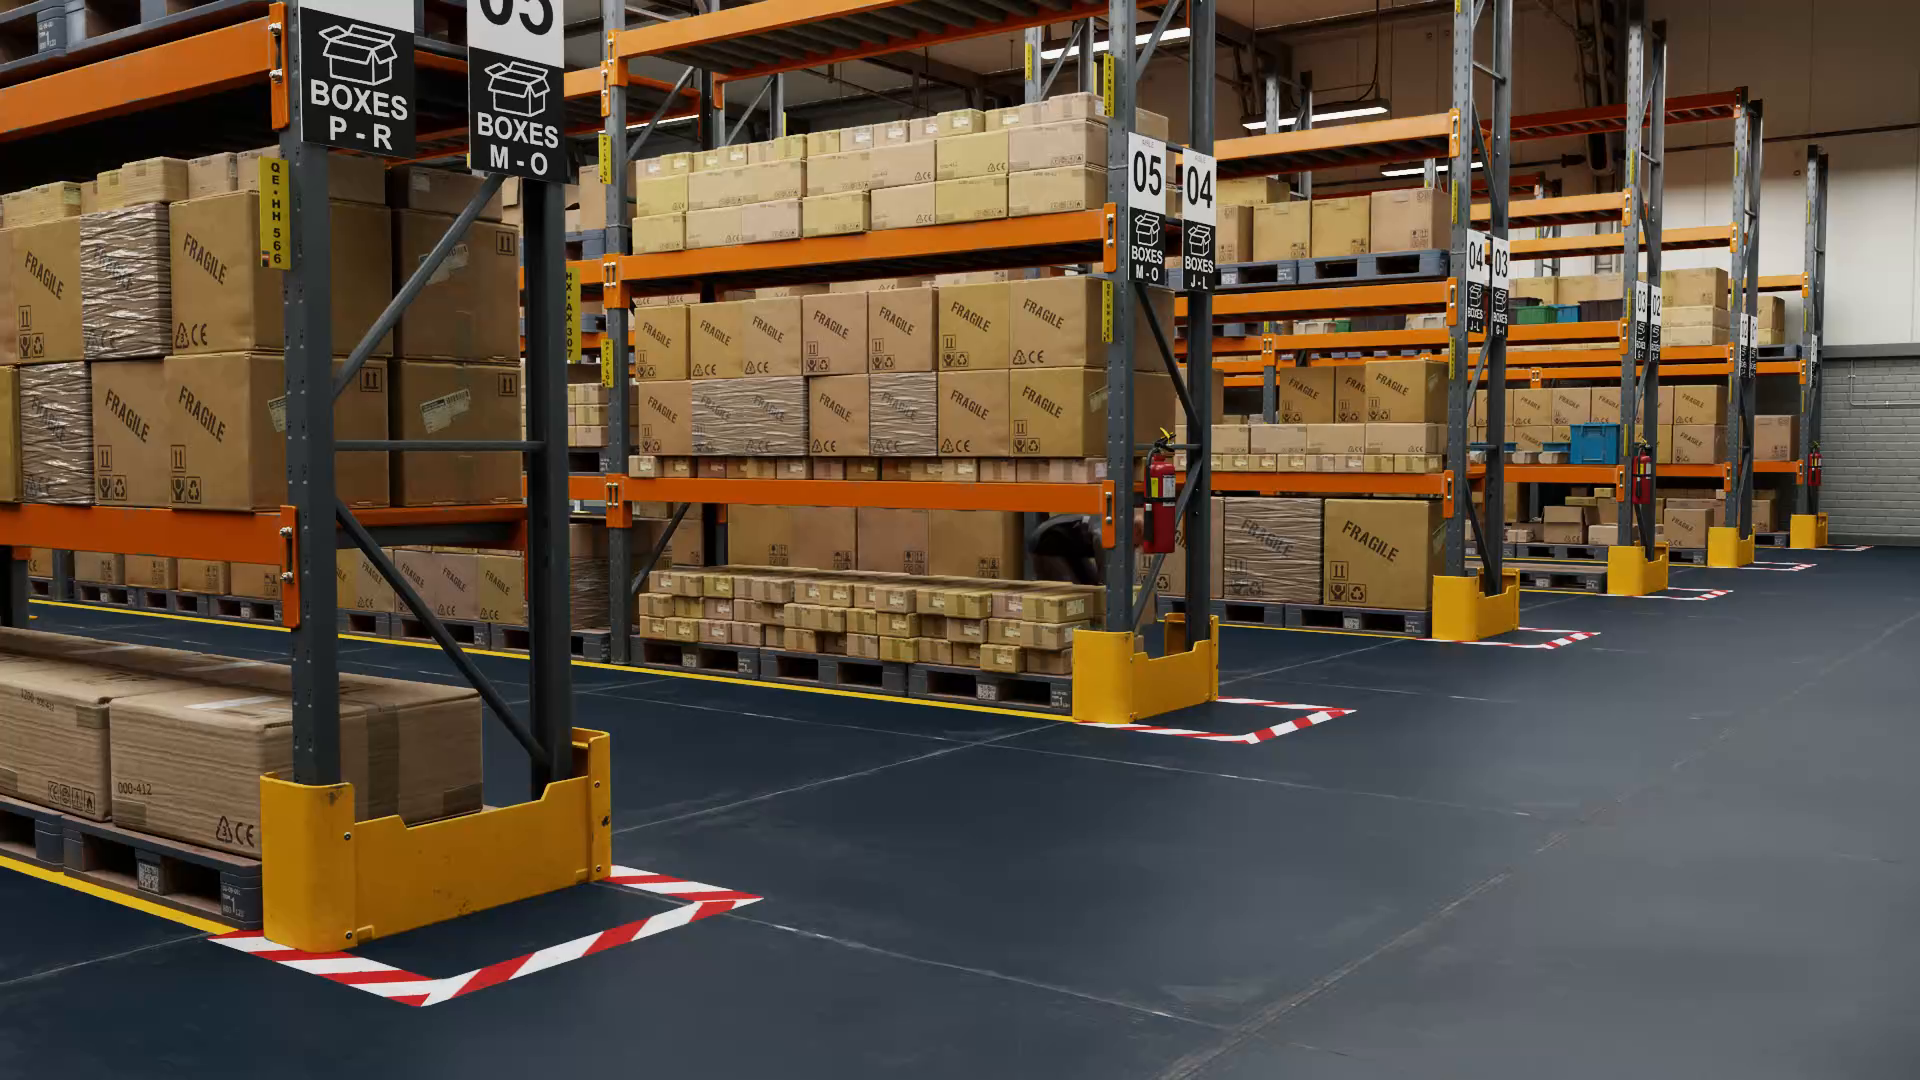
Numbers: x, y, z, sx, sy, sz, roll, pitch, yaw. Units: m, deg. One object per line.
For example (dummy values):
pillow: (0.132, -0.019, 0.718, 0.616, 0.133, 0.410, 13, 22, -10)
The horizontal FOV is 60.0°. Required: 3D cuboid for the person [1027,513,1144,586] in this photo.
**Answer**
person: (0.929, 0.334, 11.541, 0.949, 1.064, 0.490, 2, 4, 33)
